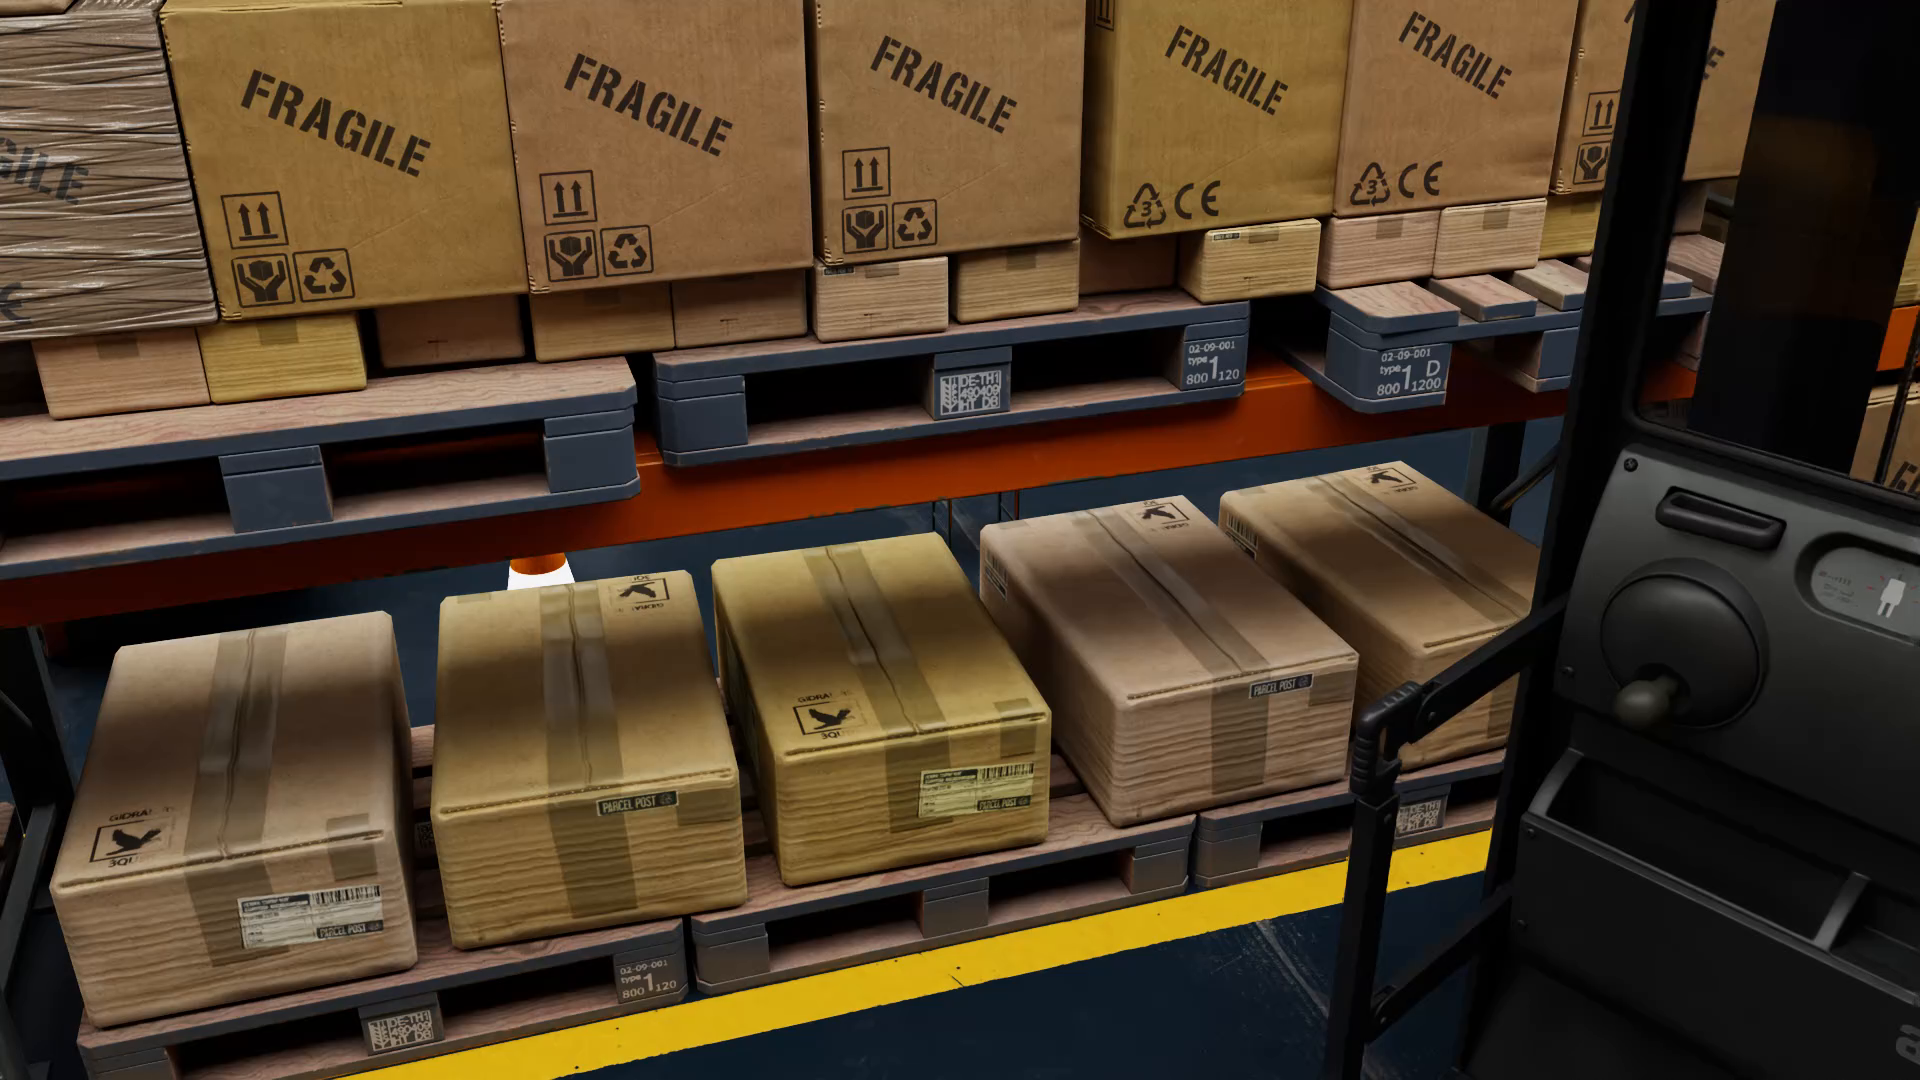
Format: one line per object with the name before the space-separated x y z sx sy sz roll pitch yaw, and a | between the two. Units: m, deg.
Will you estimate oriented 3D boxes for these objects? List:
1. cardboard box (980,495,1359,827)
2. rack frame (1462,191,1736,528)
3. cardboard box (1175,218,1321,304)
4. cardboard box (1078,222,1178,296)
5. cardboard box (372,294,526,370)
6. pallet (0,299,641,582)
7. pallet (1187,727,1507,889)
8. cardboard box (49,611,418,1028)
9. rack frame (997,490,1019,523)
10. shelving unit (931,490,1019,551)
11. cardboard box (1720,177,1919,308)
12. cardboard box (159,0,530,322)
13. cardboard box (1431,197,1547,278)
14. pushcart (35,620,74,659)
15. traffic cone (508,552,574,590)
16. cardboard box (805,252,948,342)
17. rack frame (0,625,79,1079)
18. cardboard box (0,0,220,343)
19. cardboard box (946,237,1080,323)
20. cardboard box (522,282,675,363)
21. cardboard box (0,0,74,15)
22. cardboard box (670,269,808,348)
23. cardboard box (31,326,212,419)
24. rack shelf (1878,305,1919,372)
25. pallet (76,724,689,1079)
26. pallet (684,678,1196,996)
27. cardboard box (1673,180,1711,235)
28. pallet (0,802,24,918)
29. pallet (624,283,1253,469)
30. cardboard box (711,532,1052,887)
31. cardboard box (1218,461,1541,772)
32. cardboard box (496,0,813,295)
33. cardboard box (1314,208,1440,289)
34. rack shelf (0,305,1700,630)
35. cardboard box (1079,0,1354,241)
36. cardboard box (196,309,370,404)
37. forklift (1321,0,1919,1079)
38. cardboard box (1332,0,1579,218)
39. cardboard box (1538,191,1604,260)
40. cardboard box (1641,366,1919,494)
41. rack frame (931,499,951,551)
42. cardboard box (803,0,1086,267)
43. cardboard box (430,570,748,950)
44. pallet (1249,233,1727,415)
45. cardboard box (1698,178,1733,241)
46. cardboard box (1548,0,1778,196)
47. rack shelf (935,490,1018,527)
cardboard box | 0.500 0.275 4.306 0.625 0.372 0.950 -9 28 -17
rack frame | 1.740 -0.893 4.175 0.127 3.000 1.000 -8 28 -16
cardboard box | 0.543 -0.627 3.451 0.250 0.149 0.380 -8 27 -15
cardboard box | 0.265 -0.646 3.488 0.250 0.149 0.380 -8 28 -16
cardboard box | -0.954 -0.462 3.117 0.250 0.149 0.380 -6 27 -13
pallet | -1.292 -0.300 3.196 1.213 0.211 1.003 -8 28 -16
pallet | 0.996 0.463 4.579 1.213 0.211 1.003 -8 28 -16
cardboard box | -1.566 0.574 3.704 0.625 0.372 0.950 -8 27 -15
rack frame | 0.167 -0.494 5.565 0.008 1.050 0.200 -8 28 -16
shelving unit | 0.051 -0.478 5.531 0.252 1.050 0.215 -8 28 -16
cardboard box | 2.283 -0.786 4.130 0.500 0.250 0.500 -9 28 -17
cardboard box | -1.053 -0.720 2.909 0.500 0.500 0.500 -8 28 -16
cardboard box | 1.043 -0.702 3.602 0.250 0.149 0.380 -8 28 -17
pushcart | -2.817 -0.124 5.576 0.936 0.377 1.648 -19 32 -33
traffic cone | -1.318 0.032 5.166 0.334 0.463 0.336 -8 28 -16
cardboard box | -0.193 -0.528 3.250 0.250 0.149 0.380 -7 27 -14
rack frame | -2.064 -0.342 3.065 0.127 3.000 1.000 -8 28 -16
cardboard box | -1.529 -0.651 2.769 0.500 0.500 0.500 -8 27 -15
cardboard box | 0.052 -0.577 3.349 0.250 0.149 0.380 -9 28 -18
cardboard box | -0.697 -0.480 3.153 0.250 0.149 0.380 -8 27 -15
cardboard box | -1.507 -0.914 2.568 0.250 0.149 0.380 -8 28 -16
cardboard box | -0.461 -0.513 3.220 0.250 0.149 0.380 -8 28 -16
cardboard box | -1.440 -0.360 2.912 0.250 0.149 0.380 -8 27 -15
rack shelf | 3.641 -0.846 4.889 4.000 0.370 1.077 -8 28 -16
pallet | -1.324 0.799 3.902 1.213 0.211 1.003 -8 28 -16
pallet | -0.162 0.630 4.244 1.213 0.211 1.003 -8 28 -16
cardboard box | 1.501 -0.824 3.846 0.250 0.149 0.380 -7 27 -14
pallet | -2.691 1.015 3.469 1.213 0.211 1.003 -8 28 -16
pallet | -0.130 -0.517 3.633 1.213 0.211 1.003 -8 28 -16
cardboard box | -0.223 0.377 4.100 0.625 0.372 0.950 -7 27 -14
cardboard box | 1.199 0.170 4.517 0.625 0.372 0.950 -10 28 -20
cardboard box | -0.579 -0.783 3.034 0.500 0.500 0.500 -8 28 -16
cardboard box | 0.801 -0.671 3.539 0.250 0.149 0.380 -10 28 -19
rack shelf | -0.162 -0.295 3.780 4.000 0.370 1.077 -8 28 -16
cardboard box | 0.426 -0.933 3.336 0.500 0.500 0.500 -10 28 -20
cardboard box | -1.200 -0.391 2.974 0.250 0.149 0.380 -8 27 -15
forklift | 1.117 0.200 2.051 3.031 2.935 1.130 -23 34 -38
cardboard box | 0.905 -1.003 3.477 0.500 0.500 0.500 -9 28 -17
cardboard box | 1.268 -0.756 3.710 0.250 0.149 0.380 -8 27 -15
cardboard box | 2.422 -0.189 4.675 0.875 0.875 0.875 -8 28 -17
rack frame | -0.065 -0.461 5.498 0.008 1.050 0.200 -8 28 -16
cardboard box | -0.094 -0.858 3.186 0.500 0.500 0.500 -9 28 -18
cardboard box | -0.883 0.473 3.906 0.625 0.372 0.950 -7 27 -13
pallet | 1.095 -0.664 3.929 1.003 0.211 1.213 -8 28 -16
cardboard box | 2.140 -1.005 4.569 0.500 0.250 0.500 -9 28 -18
cardboard box | 1.393 -1.079 3.630 0.500 0.500 0.500 -9 28 -18
rack shelf | 0.051 -0.219 5.660 0.240 0.259 0.215 -8 28 -16
